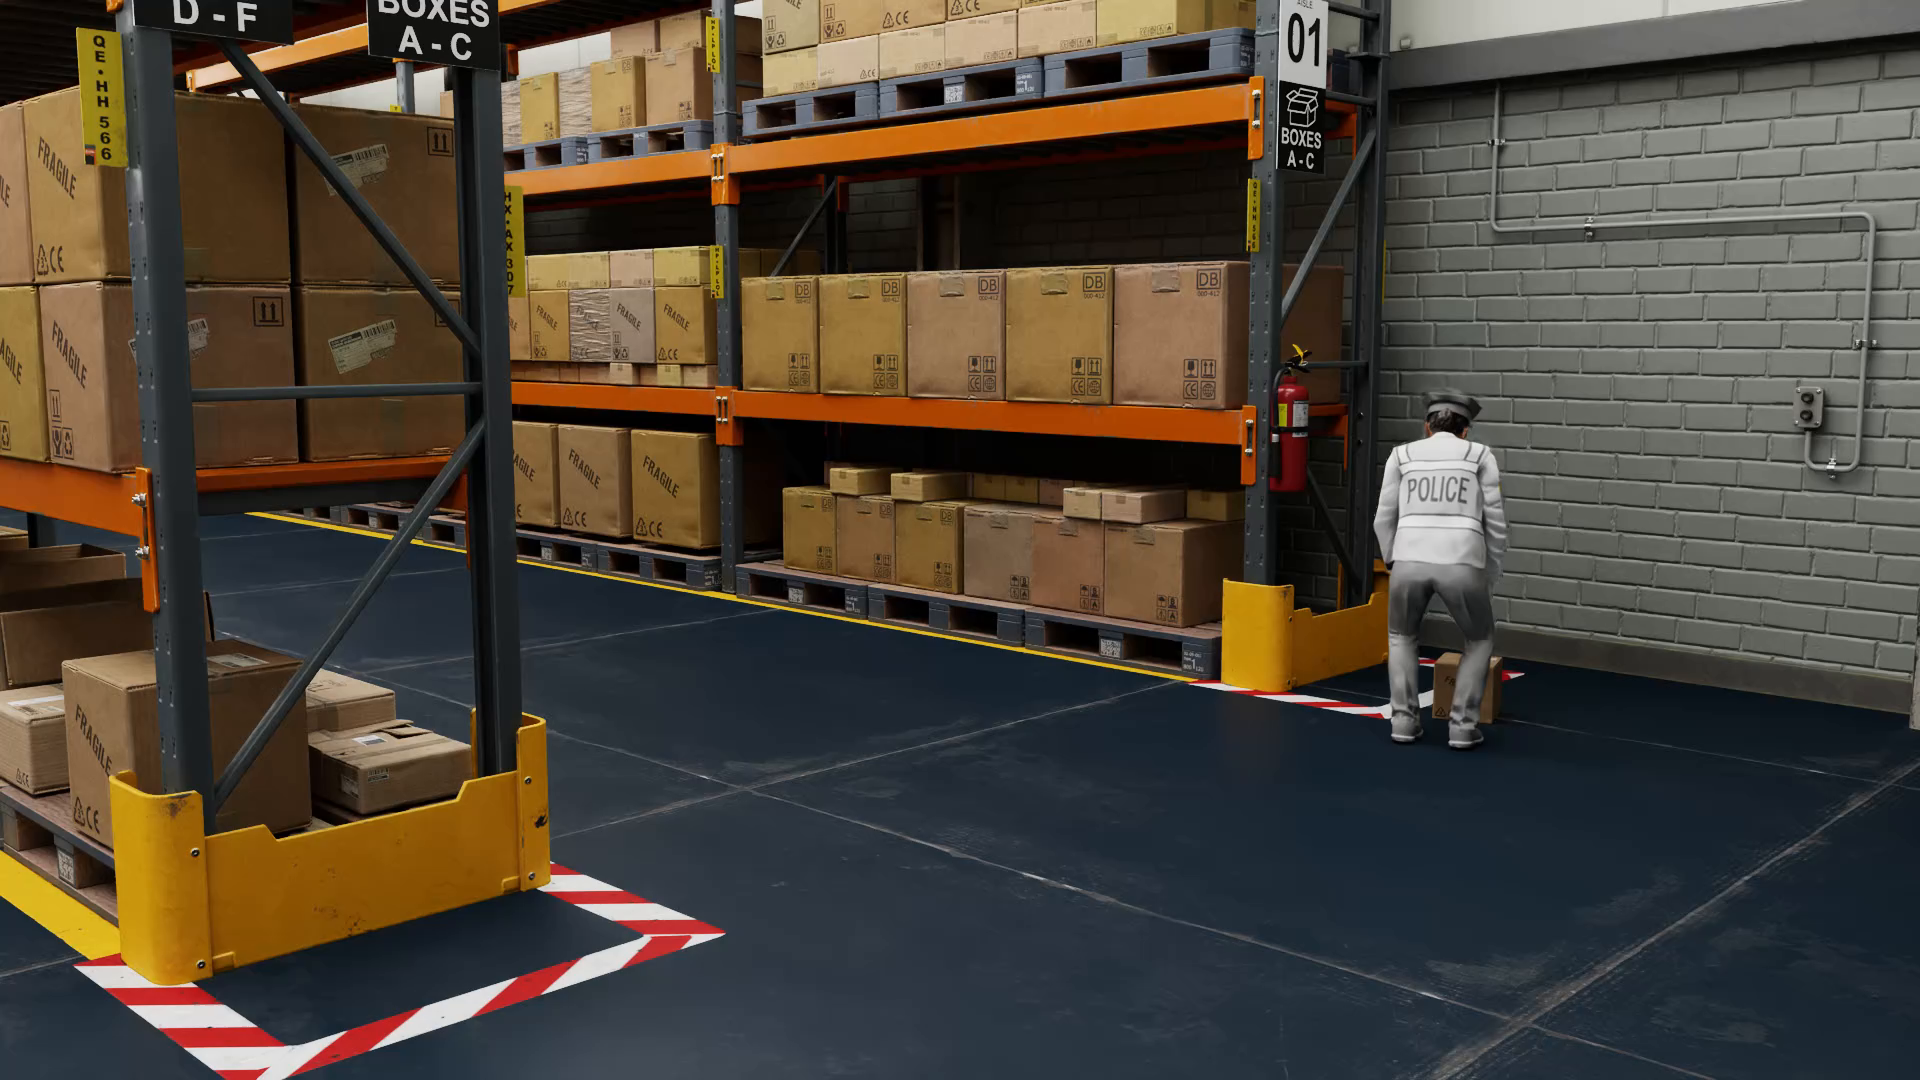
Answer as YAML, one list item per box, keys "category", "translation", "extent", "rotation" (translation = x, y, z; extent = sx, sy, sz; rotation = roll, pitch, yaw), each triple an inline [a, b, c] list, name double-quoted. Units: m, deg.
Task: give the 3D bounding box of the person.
- category: "person"
  translation: [1.954, 0.115, 6.828]
  extent: [0.534, 1.429, 0.674]
  rotation: [4, 8, 26]
